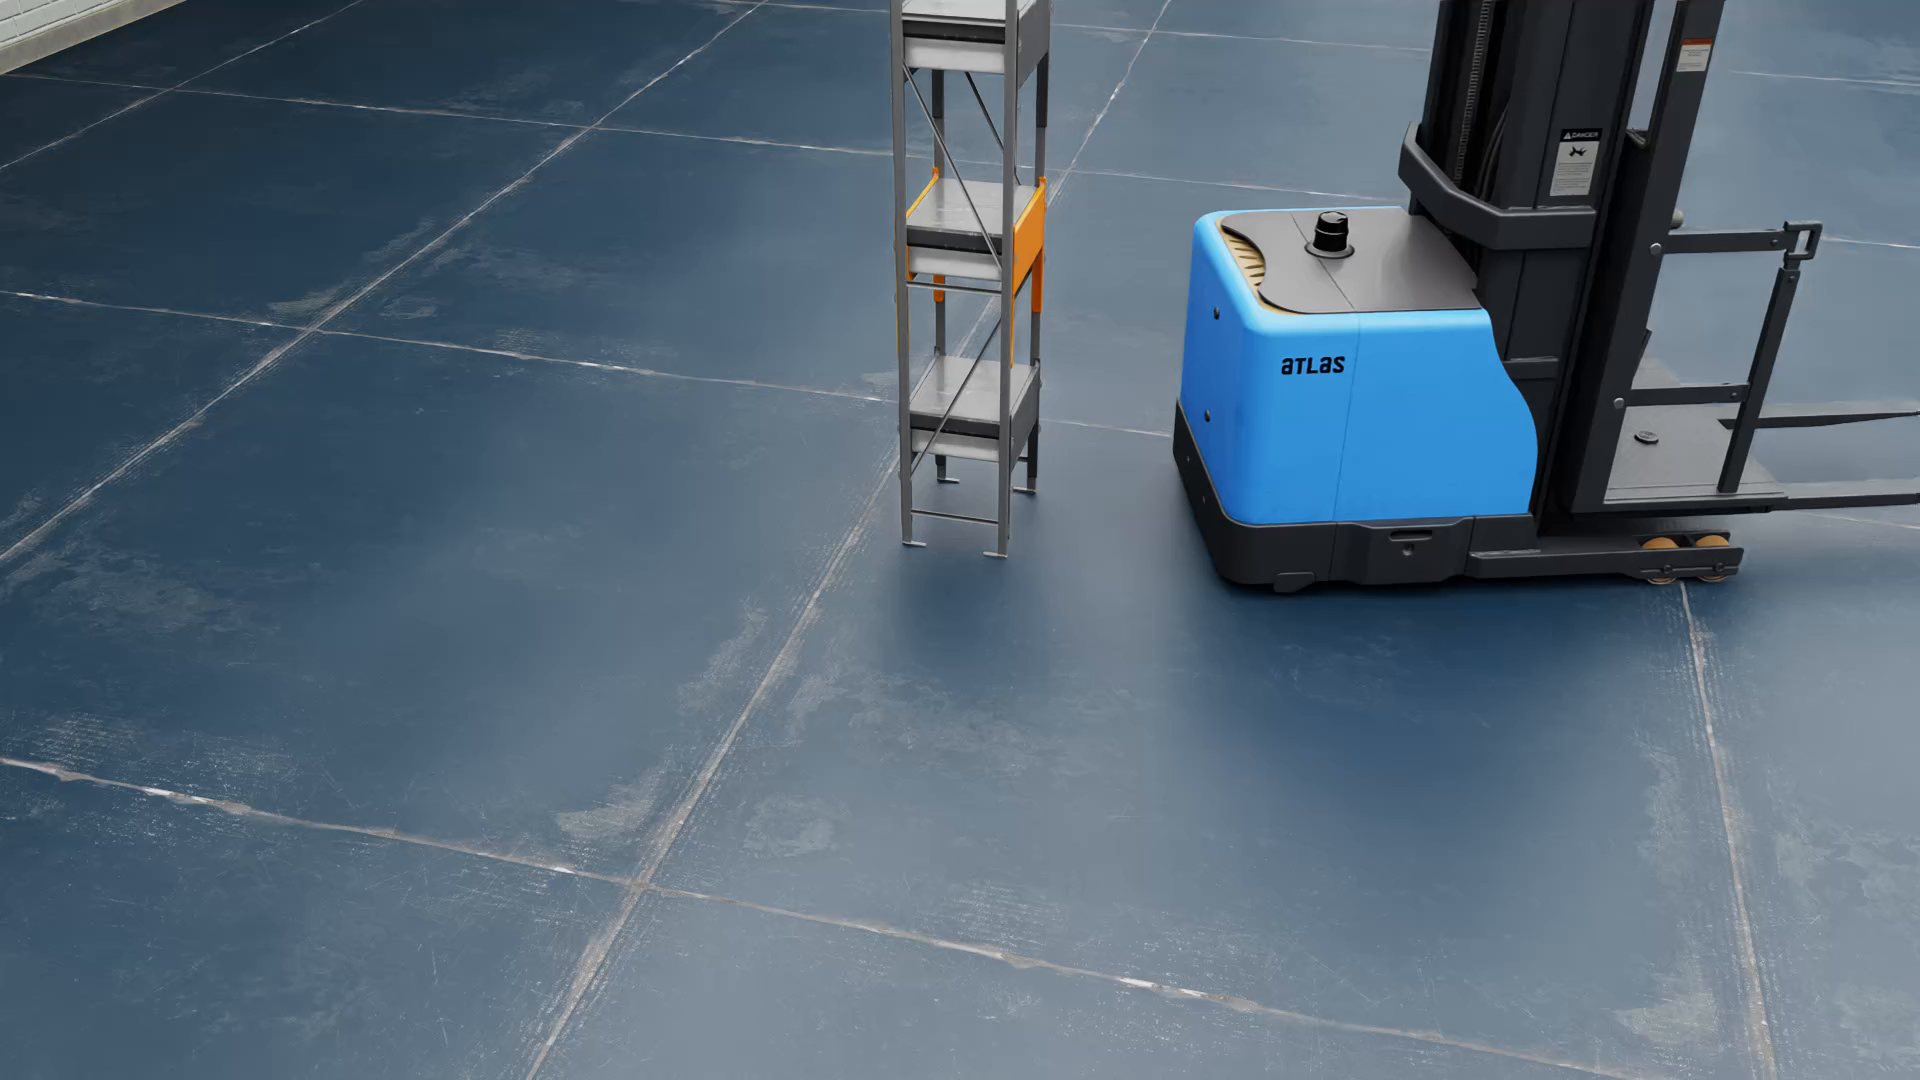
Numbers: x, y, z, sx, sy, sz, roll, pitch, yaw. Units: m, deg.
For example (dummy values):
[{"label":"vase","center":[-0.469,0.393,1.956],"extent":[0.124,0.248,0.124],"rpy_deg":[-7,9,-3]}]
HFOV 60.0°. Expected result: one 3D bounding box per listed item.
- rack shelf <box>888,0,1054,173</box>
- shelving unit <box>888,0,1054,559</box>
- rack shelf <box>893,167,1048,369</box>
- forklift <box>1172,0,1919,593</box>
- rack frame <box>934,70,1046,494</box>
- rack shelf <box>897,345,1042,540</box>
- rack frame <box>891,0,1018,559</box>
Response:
[{"label":"rack shelf","center":[0.042,-1.551,5.454],"extent":[0.431,0.518,0.480],"rpy_deg":[8,33,12]},{"label":"shelving unit","center":[0.042,-0.972,5.822],"extent":[0.431,2.100,0.503],"rpy_deg":[8,33,12]},{"label":"rack shelf","center":[0.042,-0.960,5.829],"extent":[0.431,0.518,0.480],"rpy_deg":[8,33,12]},{"label":"forklift","center":[2.395,-1.359,5.655],"extent":[3.031,2.935,1.130],"rpy_deg":[-2,33,-4]},{"label":"rack frame","center":[0.104,-1.099,6.021],"extent":[0.400,2.100,0.015],"rpy_deg":[8,33,12]},{"label":"rack shelf","center":[0.042,-0.370,6.205],"extent":[0.431,0.518,0.480],"rpy_deg":[8,33,12]},{"label":"rack frame","center":[-0.020,-0.845,5.623],"extent":[0.400,2.100,0.015],"rpy_deg":[8,33,12]}]
